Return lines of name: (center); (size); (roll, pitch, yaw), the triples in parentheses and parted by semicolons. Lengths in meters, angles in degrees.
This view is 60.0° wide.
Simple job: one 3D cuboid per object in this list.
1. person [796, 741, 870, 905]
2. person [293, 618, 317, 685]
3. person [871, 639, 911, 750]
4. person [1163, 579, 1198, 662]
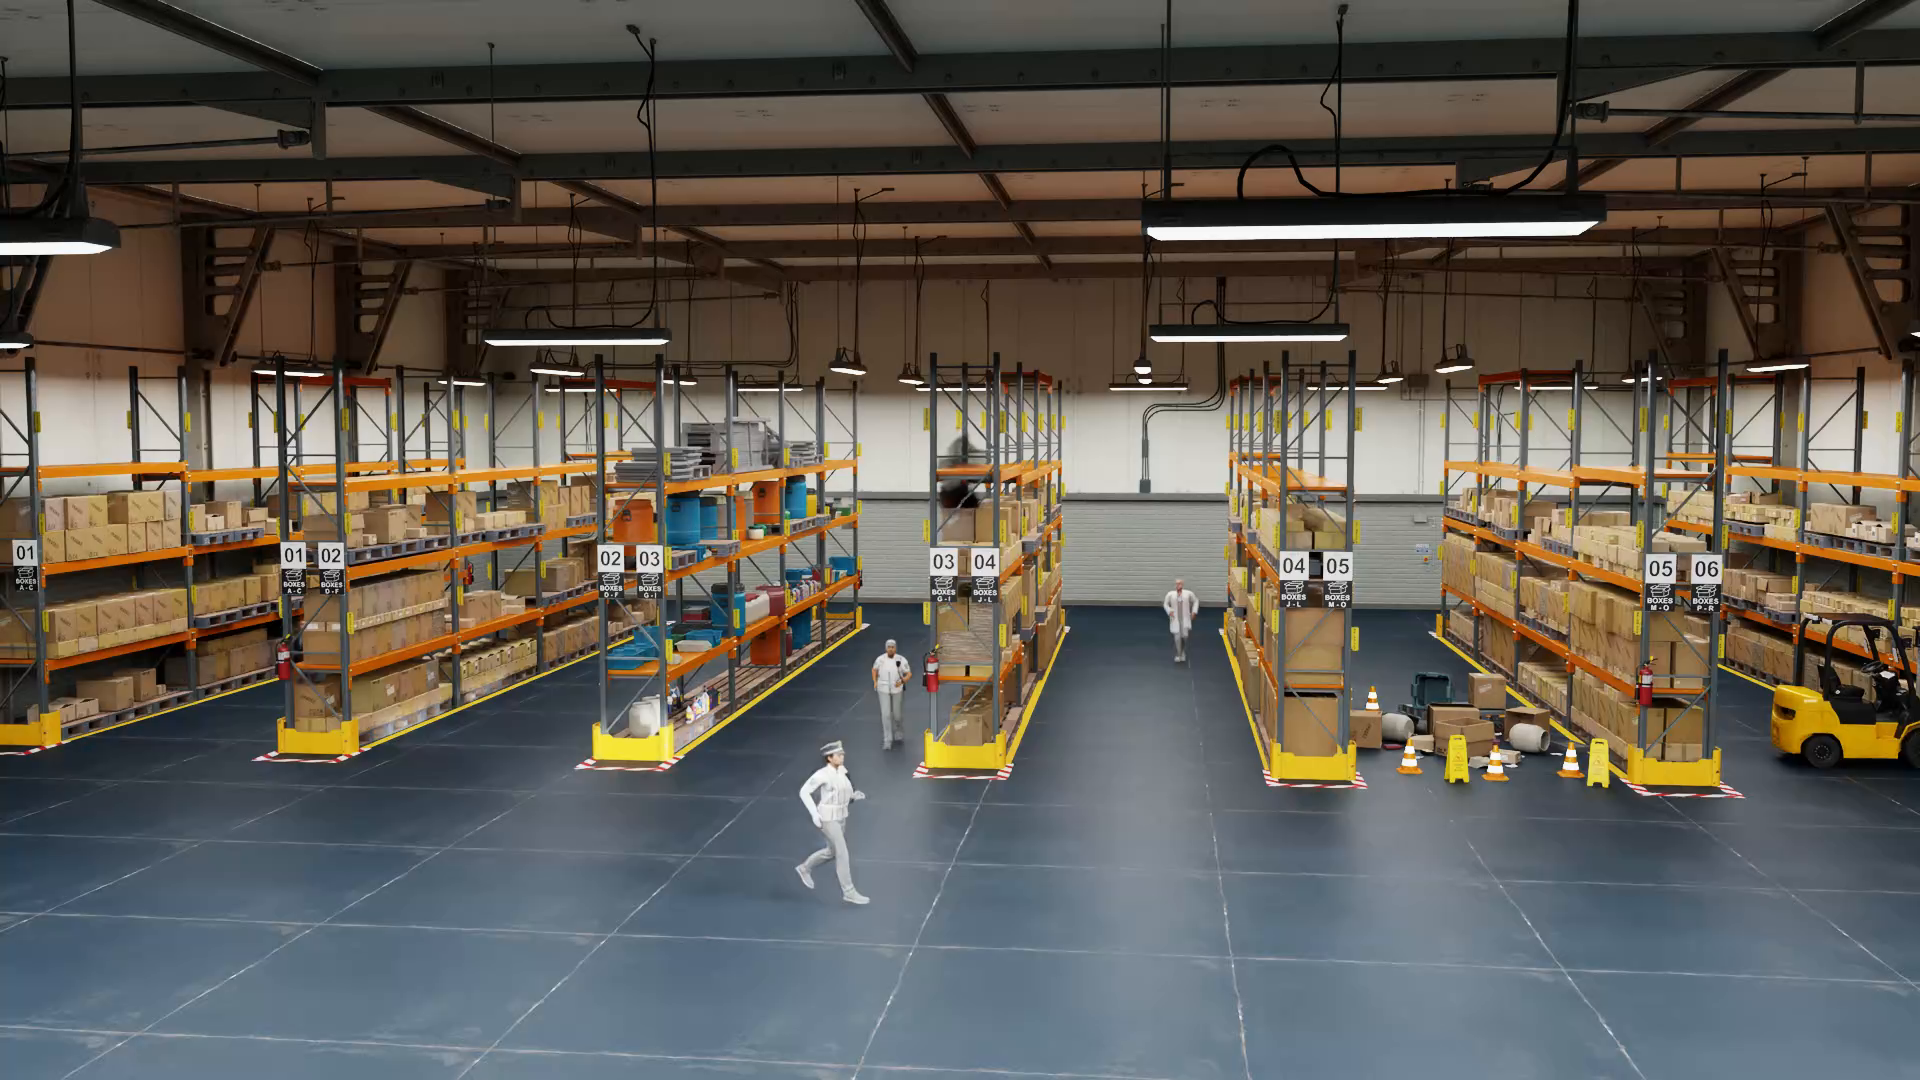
person: (-1.351, 2.910, 17.333); (0.919, 1.677, 0.612); (2, 5, 28)
person: (-11.139, 2.166, 28.278); (0.657, 1.671, 0.605); (0, 4, 1)
person: (-1.064, 2.355, 25.719); (0.627, 1.658, 0.807); (0, 4, 2)
person: (4.592, 1.678, 34.675); (0.716, 1.735, 0.661); (1, 4, 11)
